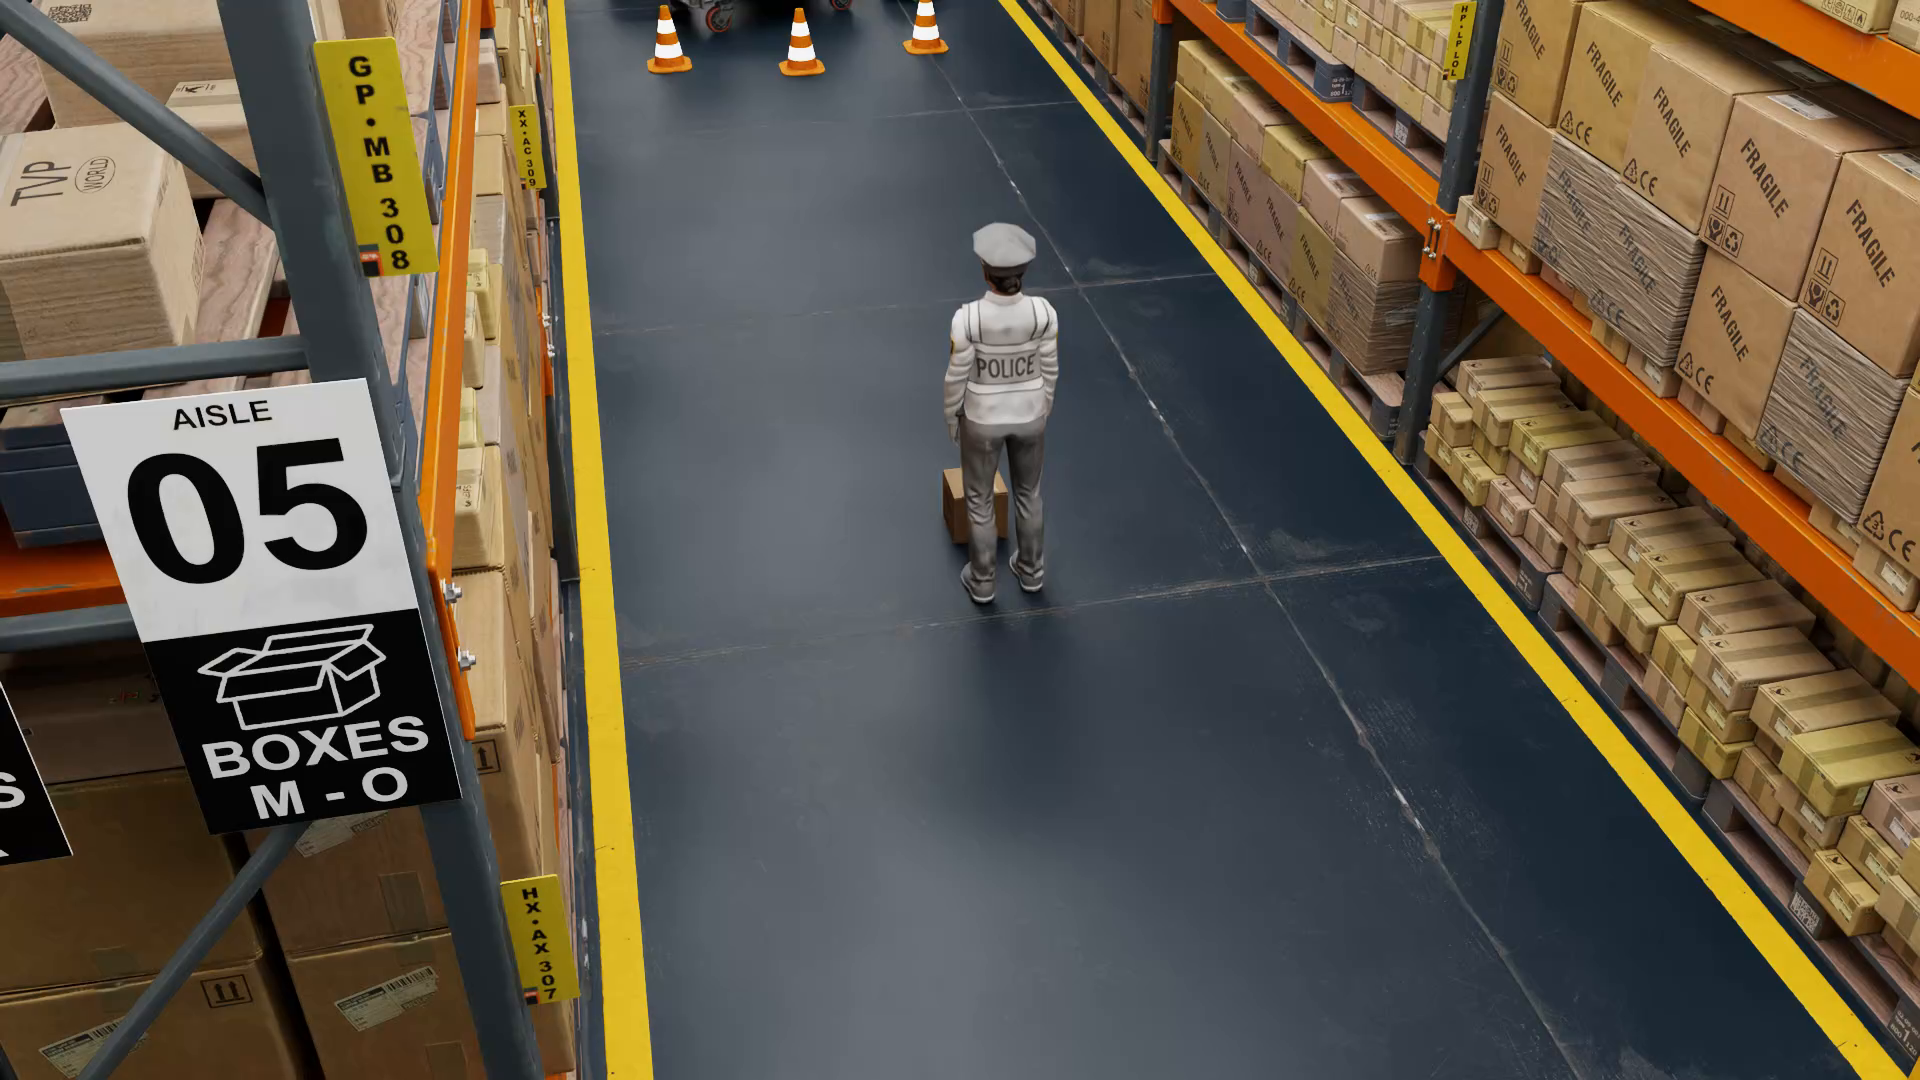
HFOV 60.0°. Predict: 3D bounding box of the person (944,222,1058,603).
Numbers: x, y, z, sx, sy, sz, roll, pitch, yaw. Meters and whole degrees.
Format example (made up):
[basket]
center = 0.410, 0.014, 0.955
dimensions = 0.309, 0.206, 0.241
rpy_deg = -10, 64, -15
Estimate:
[person]
center = 0.161, -0.502, 6.861
dimensions = 0.469, 1.680, 0.332
rpy_deg = -7, 35, -9
